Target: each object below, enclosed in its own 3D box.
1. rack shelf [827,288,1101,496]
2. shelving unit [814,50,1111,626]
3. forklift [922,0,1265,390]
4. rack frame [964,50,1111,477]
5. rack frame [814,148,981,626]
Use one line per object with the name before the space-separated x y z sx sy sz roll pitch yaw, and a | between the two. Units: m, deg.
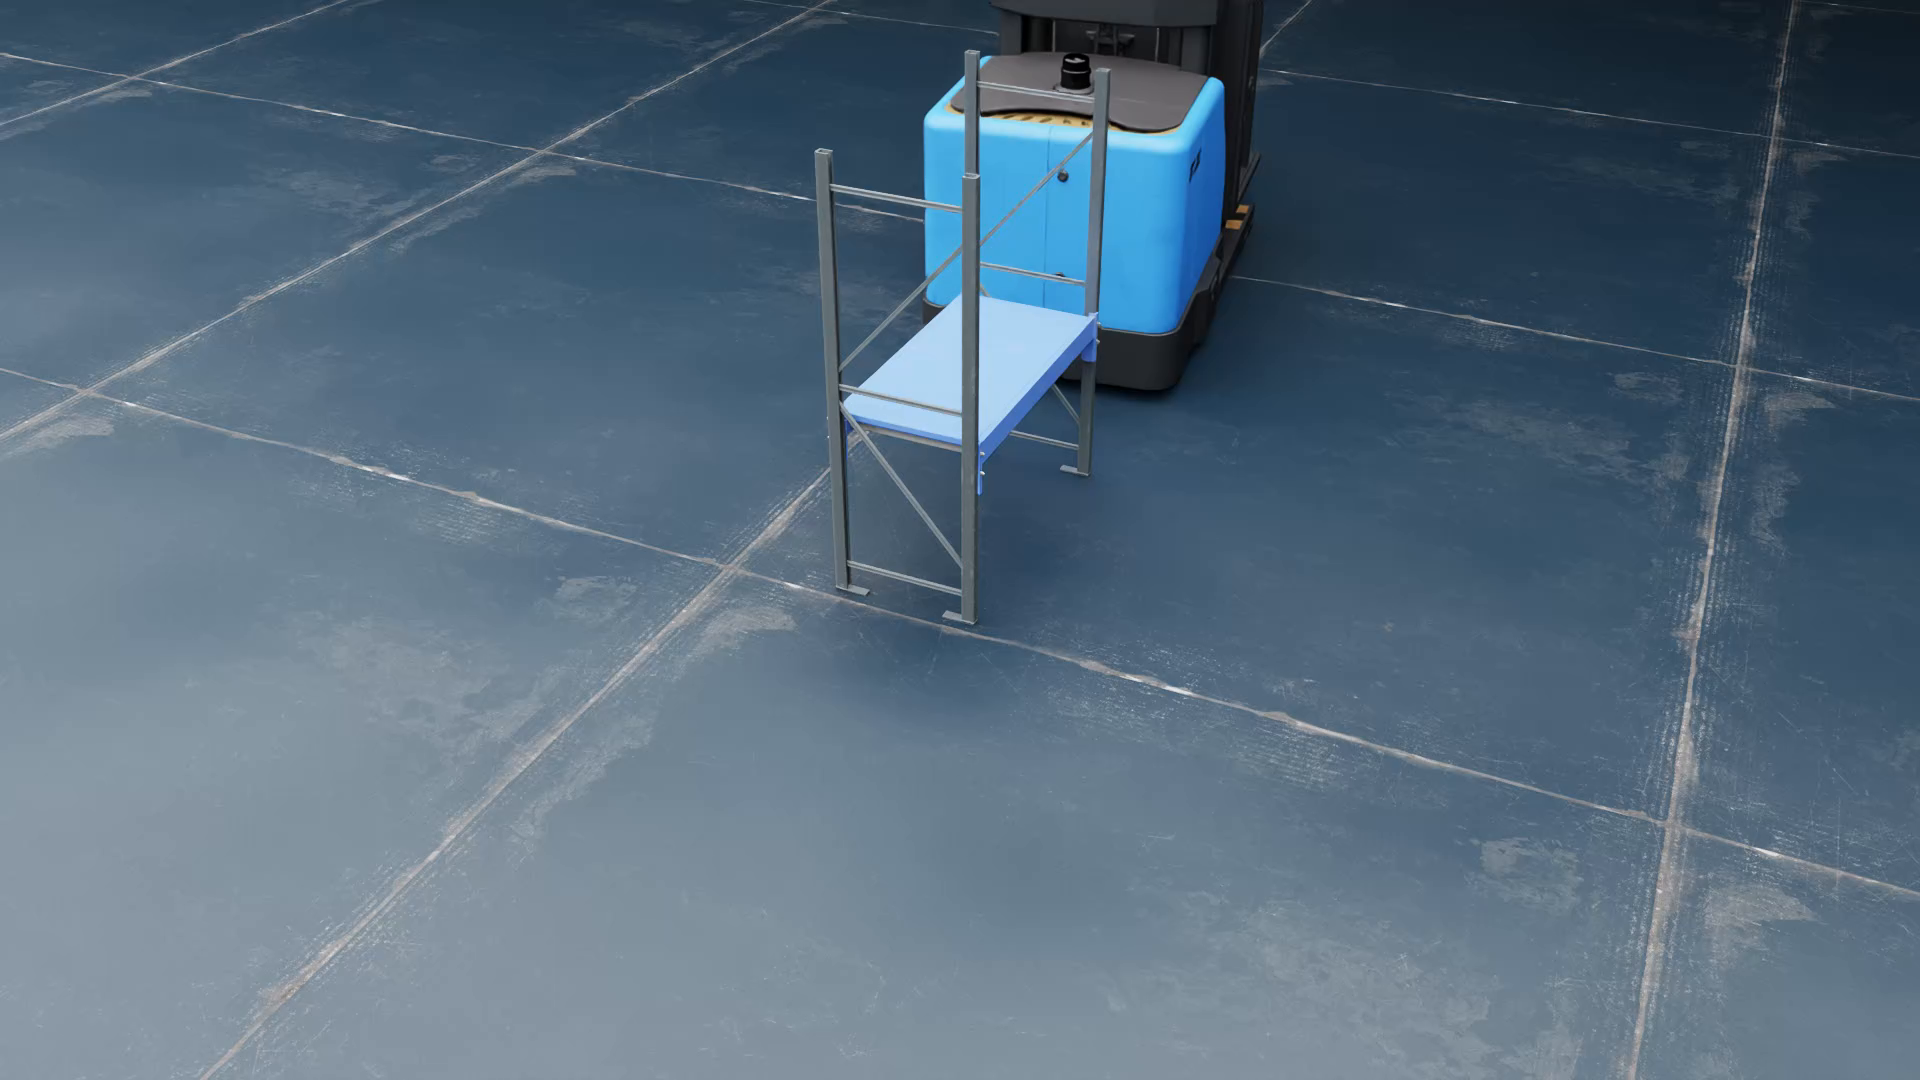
rack shelf | 0.036 -0.519 5.502 0.538 0.185 1.000 14 36 20
shelving unit | 0.036 -0.670 5.404 0.538 1.500 1.048 14 36 20
forklift | 0.774 -2.614 7.063 1.130 2.935 3.031 10 34 14
rack frame | 0.248 -0.923 5.790 0.500 1.500 0.032 14 36 20
rack frame | -0.177 -0.417 5.017 0.500 1.500 0.032 14 36 20
